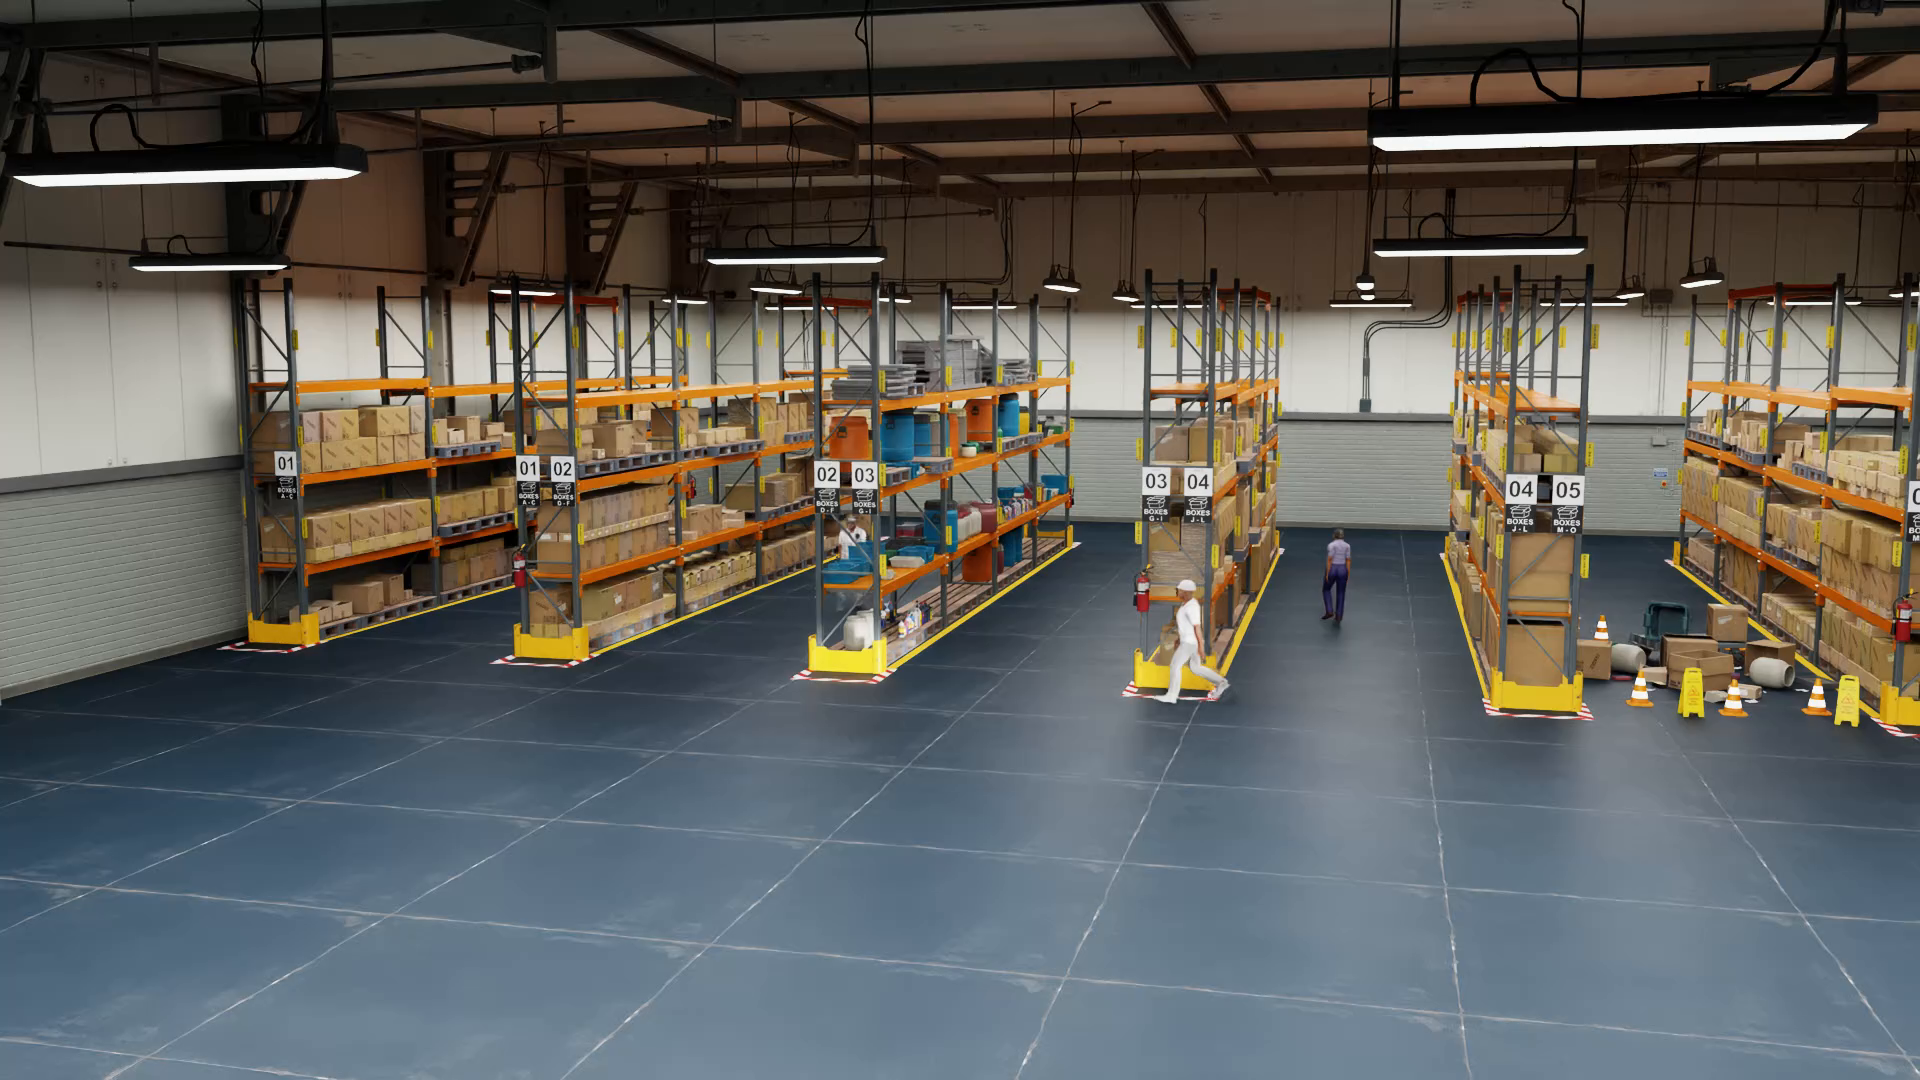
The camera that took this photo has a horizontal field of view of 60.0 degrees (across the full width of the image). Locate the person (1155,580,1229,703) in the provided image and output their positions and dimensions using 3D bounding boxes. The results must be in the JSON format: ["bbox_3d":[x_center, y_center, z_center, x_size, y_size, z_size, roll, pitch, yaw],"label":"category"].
[{"bbox_3d":[3.225,1.403,23.000,1.062,1.712,0.660,0,7,0],"label":"person"}]

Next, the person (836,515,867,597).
[{"bbox_3d":[-2.012,0.273,30.972,0.547,1.497,0.996,0,7,0],"label":"person"}]

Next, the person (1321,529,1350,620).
[{"bbox_3d":[6.766,0.634,29.771,0.482,1.671,0.497,0,7,-2],"label":"person"}]
